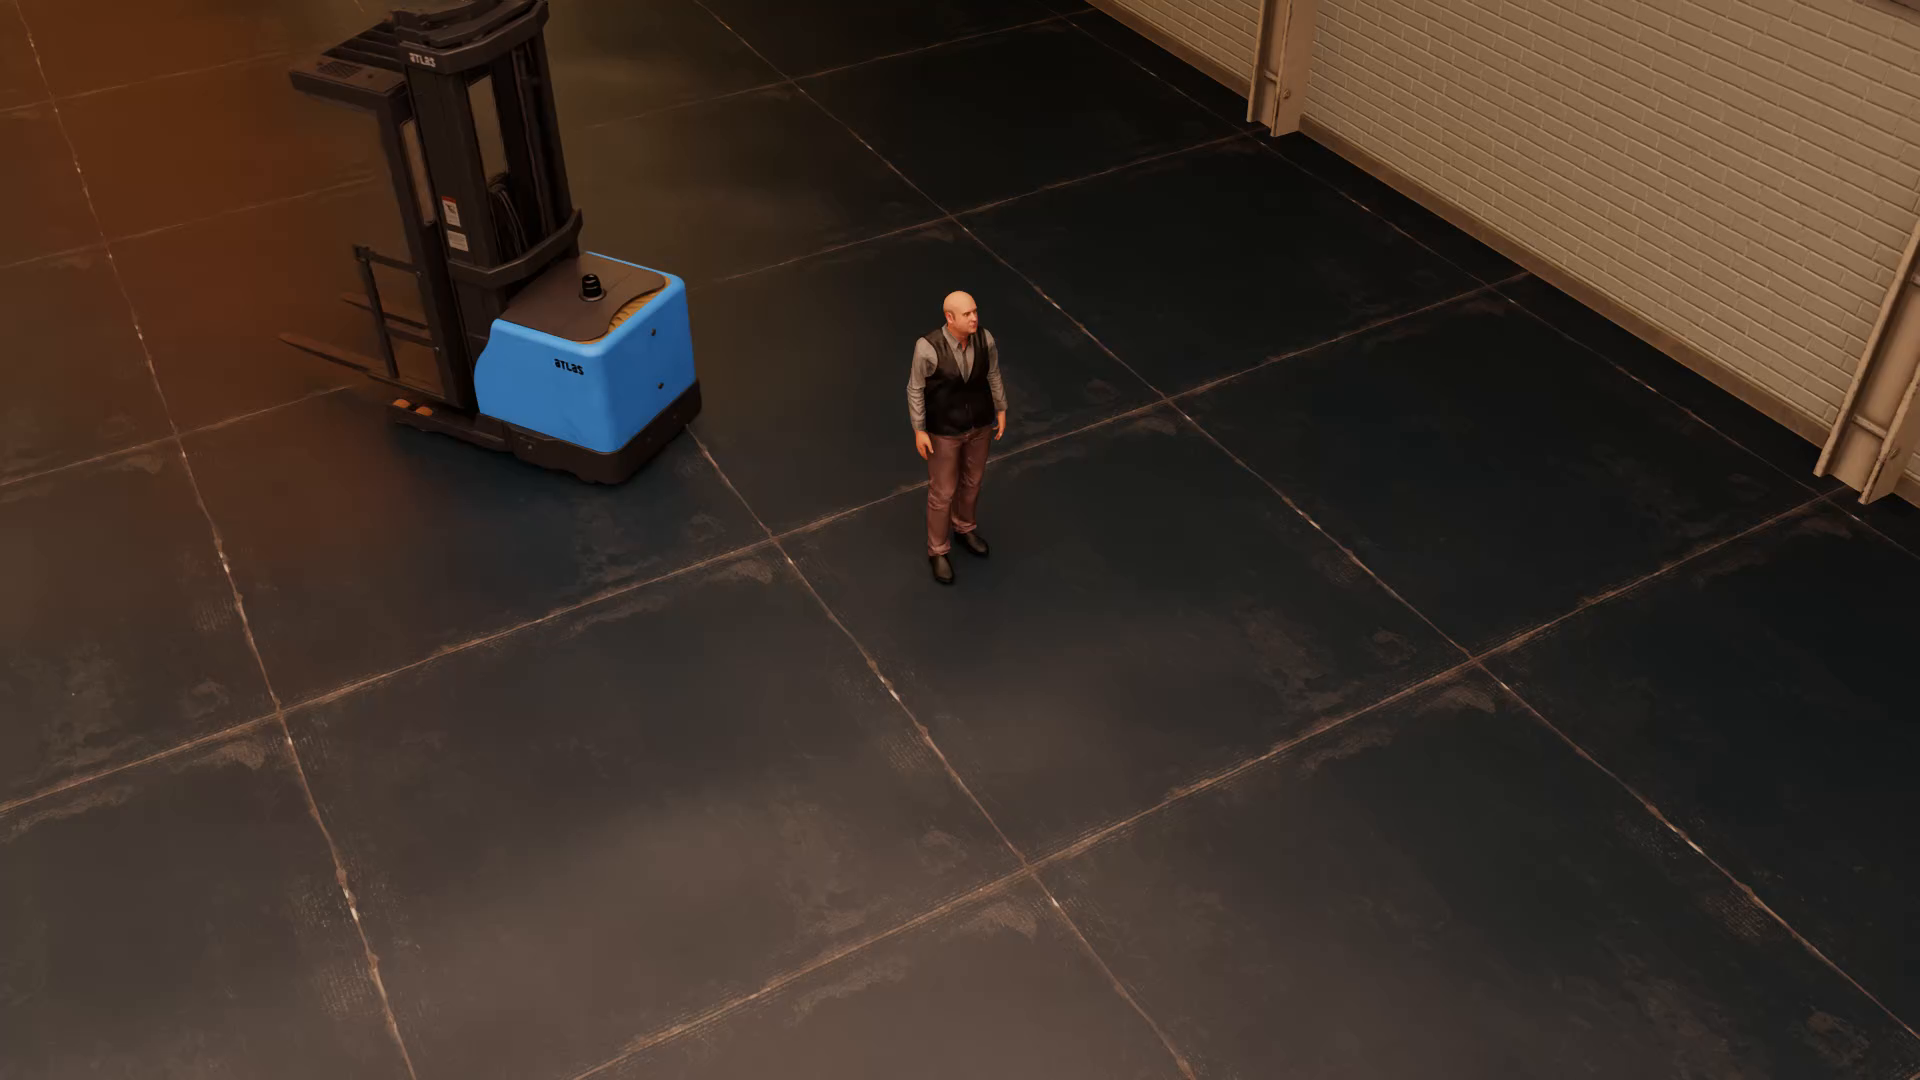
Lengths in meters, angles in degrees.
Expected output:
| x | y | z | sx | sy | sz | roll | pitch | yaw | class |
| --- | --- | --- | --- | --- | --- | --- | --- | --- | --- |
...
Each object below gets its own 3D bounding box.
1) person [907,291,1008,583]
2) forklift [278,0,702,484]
| x | y | z | sx | sy | sz | roll | pitch | yaw | class |
| --- | --- | --- | --- | --- | --- | --- | --- | --- | --- |
| 0.024 | -0.631 | 9.733 | 0.632 | 1.720 | 0.568 | -20 | 44 | -23 | person |
| -3.305 | -2.142 | 10.618 | 3.031 | 2.935 | 1.130 | 18 | 43 | 20 | forklift |
